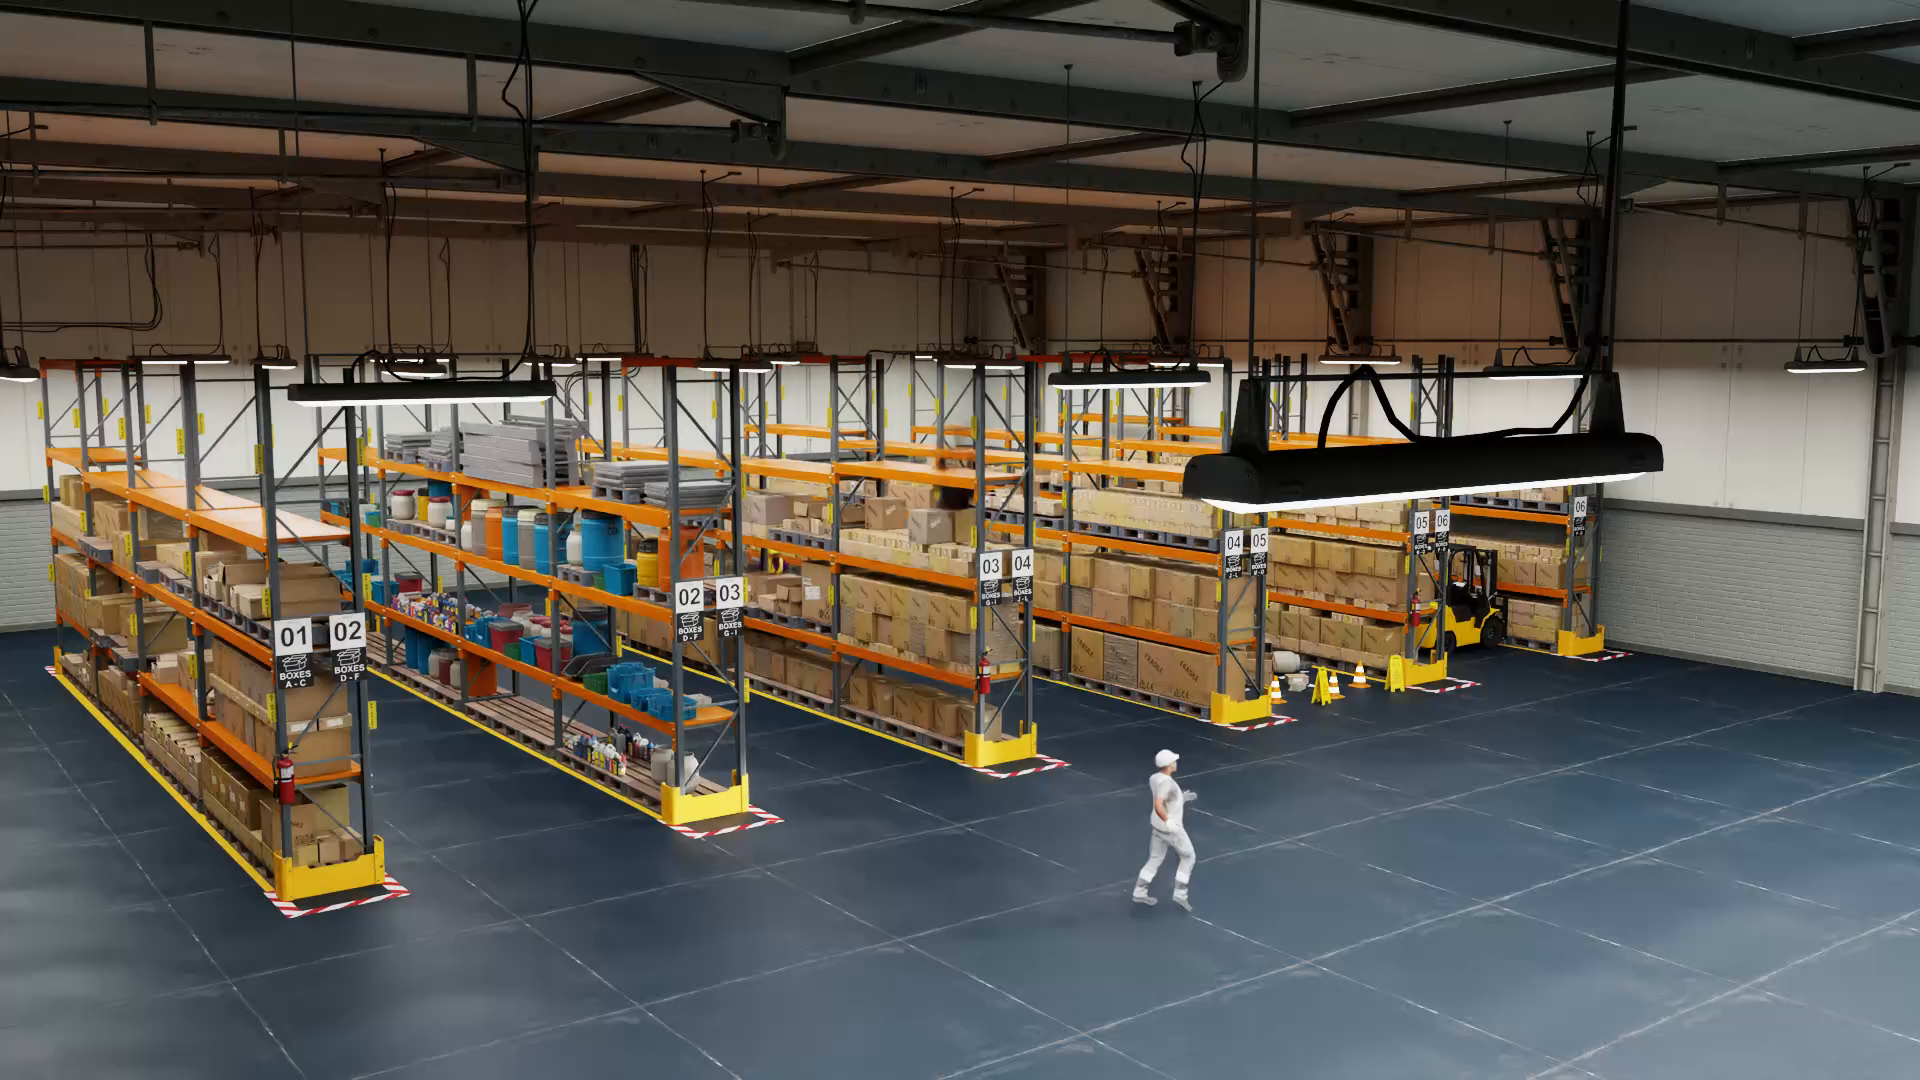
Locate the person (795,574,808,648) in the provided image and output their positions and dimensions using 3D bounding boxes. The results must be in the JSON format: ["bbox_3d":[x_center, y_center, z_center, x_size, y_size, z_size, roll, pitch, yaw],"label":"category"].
[{"bbox_3d":[-3.211,1.537,33.263,0.554,1.690,0.693,-6,9,-40],"label":"person"}]

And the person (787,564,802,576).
[{"bbox_3d":[-4.185,0.440,41.983,0.812,1.718,0.763,3,7,24],"label":"person"}]

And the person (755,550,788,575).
[{"bbox_3d":[-4.192,1.030,37.047,0.701,1.762,1.110,-6,9,-39],"label":"person"}]

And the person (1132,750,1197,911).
[{"bbox_3d":[2.302,3.235,18.450,0.774,1.846,0.643,-3,7,-21],"label":"person"}]
